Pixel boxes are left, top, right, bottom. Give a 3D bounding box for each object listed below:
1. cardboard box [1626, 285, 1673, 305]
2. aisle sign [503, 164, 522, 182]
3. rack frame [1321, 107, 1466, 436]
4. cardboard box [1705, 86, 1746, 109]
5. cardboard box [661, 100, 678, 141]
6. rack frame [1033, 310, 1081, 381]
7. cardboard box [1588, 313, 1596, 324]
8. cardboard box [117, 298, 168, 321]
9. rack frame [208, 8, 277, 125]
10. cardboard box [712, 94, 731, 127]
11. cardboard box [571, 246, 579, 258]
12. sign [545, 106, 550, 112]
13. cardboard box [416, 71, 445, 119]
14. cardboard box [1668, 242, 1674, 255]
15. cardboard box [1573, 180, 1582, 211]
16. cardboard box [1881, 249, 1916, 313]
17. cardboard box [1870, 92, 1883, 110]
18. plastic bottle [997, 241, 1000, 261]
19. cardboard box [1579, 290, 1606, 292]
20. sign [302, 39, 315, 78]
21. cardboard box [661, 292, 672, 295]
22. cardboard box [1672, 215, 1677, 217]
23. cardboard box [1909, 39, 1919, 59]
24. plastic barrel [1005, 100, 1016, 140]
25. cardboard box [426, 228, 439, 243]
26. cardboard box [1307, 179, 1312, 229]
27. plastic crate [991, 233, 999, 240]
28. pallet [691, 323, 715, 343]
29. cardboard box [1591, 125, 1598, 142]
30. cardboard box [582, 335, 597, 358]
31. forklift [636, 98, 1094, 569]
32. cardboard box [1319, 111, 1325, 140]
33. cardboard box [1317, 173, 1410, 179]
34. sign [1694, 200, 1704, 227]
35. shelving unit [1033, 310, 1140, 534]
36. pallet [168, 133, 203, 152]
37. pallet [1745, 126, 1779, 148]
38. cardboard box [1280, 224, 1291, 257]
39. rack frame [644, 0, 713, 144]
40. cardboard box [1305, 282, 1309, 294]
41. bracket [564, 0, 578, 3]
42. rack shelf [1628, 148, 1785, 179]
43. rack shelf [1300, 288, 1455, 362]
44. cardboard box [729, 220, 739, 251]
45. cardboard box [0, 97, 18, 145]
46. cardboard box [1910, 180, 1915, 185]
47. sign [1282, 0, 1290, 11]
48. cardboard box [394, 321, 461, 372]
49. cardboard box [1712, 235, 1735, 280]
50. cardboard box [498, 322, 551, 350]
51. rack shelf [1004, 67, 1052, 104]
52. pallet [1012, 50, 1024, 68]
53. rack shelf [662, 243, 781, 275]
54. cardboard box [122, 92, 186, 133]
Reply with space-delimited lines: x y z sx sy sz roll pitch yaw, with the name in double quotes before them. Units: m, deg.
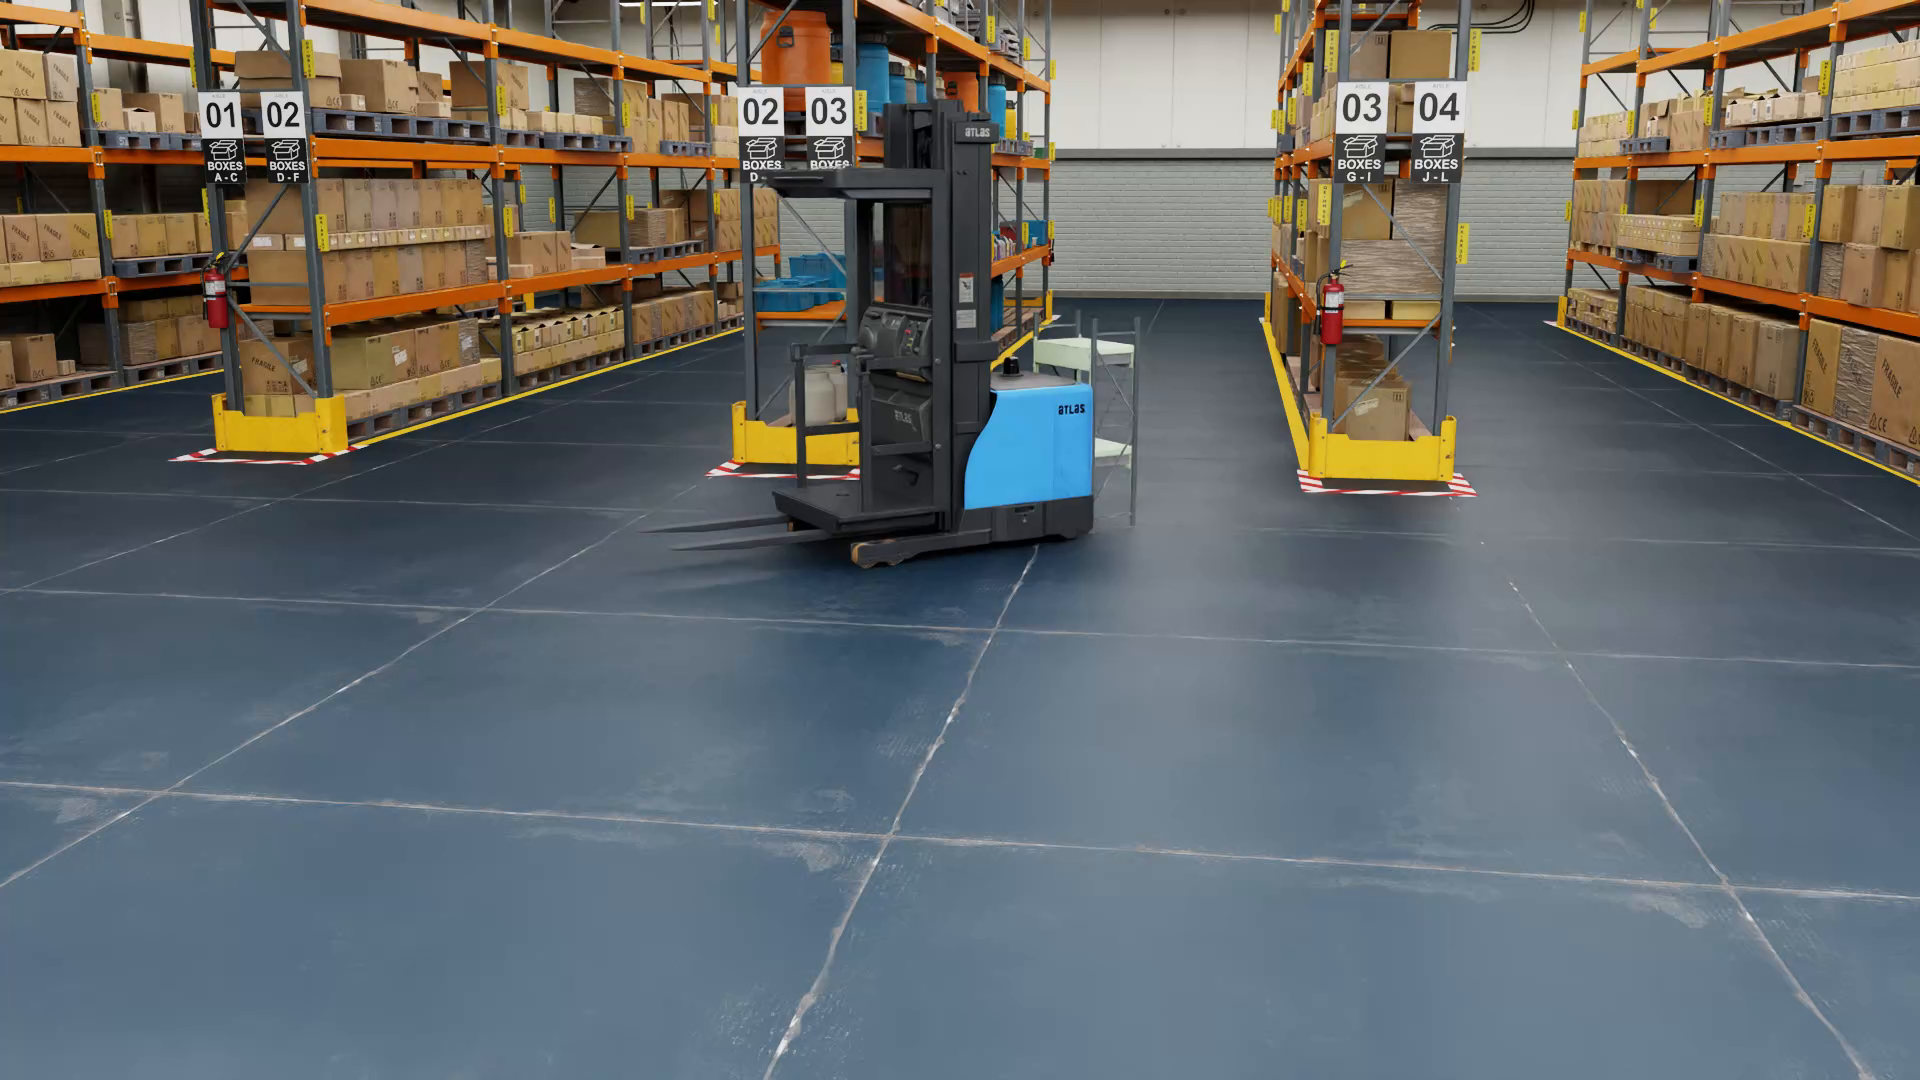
"cardboard box" 9.875 -3.513 23.829 0.500 0.250 0.500 1 12 6
"aisle sign" -8.396 -7.080 31.055 0.394 0.787 0.004 2 12 9
"rack frame" 3.519 -1.992 13.615 1.000 3.000 0.127 2 12 9
"cardboard box" 9.440 -5.457 20.522 0.396 0.266 0.258 2 12 9
"cardboard box" -4.654 -6.338 25.193 0.600 0.600 0.600 2 12 8
"rack frame" 0.708 -0.934 12.265 0.400 1.500 0.023 -7 14 -30
"cardboard box" 10.243 -3.531 26.529 0.380 0.149 0.250 2 12 9
"cardboard box" -10.388 -2.911 20.990 0.500 0.250 0.500 2 12 7
"rack frame" -9.934 -7.071 22.945 1.000 3.000 0.127 2 12 9
"cardboard box" -4.170 -7.017 27.204 0.700 0.500 0.500 2 12 9
"cardboard box" -5.368 -3.755 22.010 0.500 0.311 0.500 2 12 8
"sign" -5.575 -5.716 22.549 0.100 0.325 0.005 2 12 9
"cardboard box" -5.992 -4.839 18.139 0.500 0.500 0.500 3 13 13
"cardboard box" 9.296 -3.727 21.267 0.380 0.149 0.250 2 12 8
"cardboard box" 10.534 -5.739 27.686 0.500 0.500 0.500 2 12 8
"cardboard box" 8.730 -2.301 14.696 0.875 0.550 0.500 2 12 9
"cardboard box" 8.473 -3.964 15.008 0.380 0.149 0.250 2 12 8
"plastic bottle" 0.548 -4.194 24.110 0.061 0.283 0.133 2 12 9
"cardboard box" 10.525 -4.084 27.681 0.380 0.149 0.250 2 12 10
"sign" -5.722 -4.227 14.602 0.100 0.325 0.005 2 12 9
"cardboard box" -4.810 -3.600 25.969 0.500 0.500 0.500 2 12 9
"cardboard box" 10.340 -4.535 23.606 0.380 0.149 0.250 2 12 7
"cardboard box" 8.355 -4.196 14.193 0.380 0.149 0.250 2 12 9
"plastic barrel" 0.530 -6.217 24.659 0.600 0.588 0.600 0 12 0
"cardboard box" -5.681 -3.184 17.372 0.380 0.149 0.250 2 12 10
"cardboard box" 3.814 -3.422 16.935 0.500 0.500 0.500 2 12 9
"plastic crate" 0.474 -5.053 28.075 0.416 0.233 0.300 2 12 9
"pallet" -4.511 -3.278 26.202 1.003 0.211 1.213 2 12 9
"cardboard box" 10.372 -6.482 26.498 0.500 0.250 0.500 2 12 9
"cardboard box" -5.035 -2.510 21.552 0.500 0.250 0.500 2 12 10
"forklift" -0.612 -1.377 10.924 3.031 2.935 1.130 -7 14 -29
"cardboard box" 3.575 -3.809 15.282 0.500 0.250 0.500 2 12 8
"cardboard box" 4.394 -3.484 18.118 1.000 1.000 1.000 2 12 9
"sign" 9.097 -4.018 20.458 0.100 0.325 0.005 2 12 9
"shelving unit" 0.893 -0.867 11.957 0.431 1.500 0.755 -7 14 -30
"pallet" -10.193 -5.021 20.999 1.213 0.211 1.003 2 12 9
"pallet" 9.419 -4.481 18.493 1.003 0.211 1.213 2 12 11
"cardboard box" 5.047 -4.451 24.789 0.500 0.500 0.500 2 12 9
"rack frame" -4.424 -7.744 26.067 1.000 3.000 0.127 2 12 9
"cardboard box" 3.752 -2.615 17.103 0.380 0.149 0.250 2 12 9
"bracket" -8.364 -11.654 35.668 0.235 0.232 0.430 2 12 9
"rack shelf" 9.942 -5.006 22.191 1.077 0.370 4.000 2 12 9
"rack shelf" 3.826 -2.056 15.623 1.077 0.370 4.000 2 12 9
"cardboard box" -4.000 -5.064 27.635 0.500 0.500 0.500 2 12 10
"cardboard box" -10.521 -4.496 17.832 0.500 0.500 0.500 1 12 6
"cardboard box" 15.298 -5.628 26.340 0.380 0.149 0.250 1 12 7
"sign" 4.820 -7.979 24.566 0.100 0.325 0.005 2 12 9
"cardboard box" -5.671 -2.062 17.693 0.500 0.500 0.500 2 12 9
"cardboard box" 9.223 -3.334 19.604 0.500 0.500 0.500 2 12 8
"cardboard box" -5.262 -2.463 20.003 0.500 0.311 0.500 2 12 8
"rack shelf" 0.778 -7.452 27.369 1.077 0.370 4.000 2 12 9
"pallet" 0.373 -7.122 24.577 1.003 0.211 1.213 2 12 9
"rack shelf" -4.116 -4.876 28.707 1.077 0.370 4.000 2 12 9
"cardboard box" -10.196 -5.394 21.050 0.500 0.500 0.500 1 12 7
